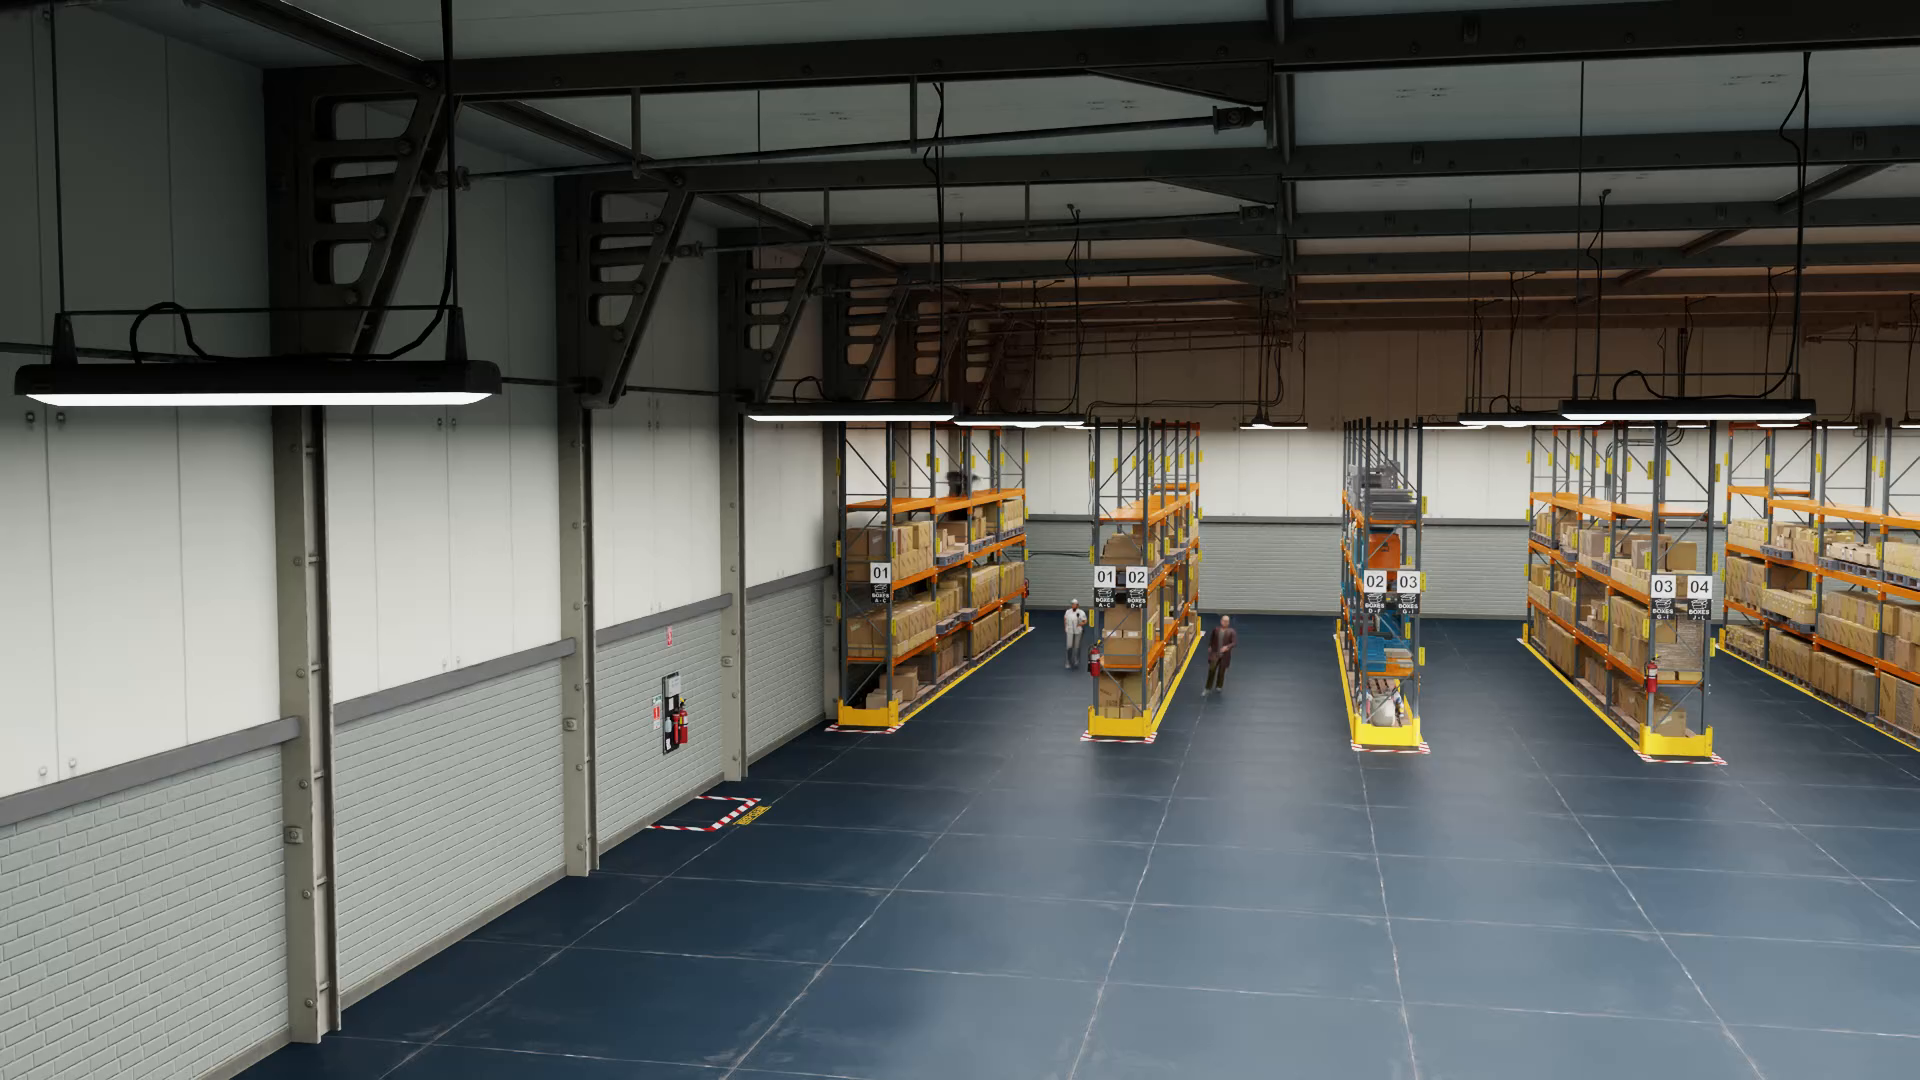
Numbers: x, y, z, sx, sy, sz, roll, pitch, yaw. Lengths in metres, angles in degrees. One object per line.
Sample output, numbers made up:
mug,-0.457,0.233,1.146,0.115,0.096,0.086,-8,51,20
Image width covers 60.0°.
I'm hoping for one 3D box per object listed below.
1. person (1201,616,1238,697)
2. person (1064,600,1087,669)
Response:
person,5.631,2.498,35.947,0.751,1.746,0.901,1,4,16
person,2.803,2.289,40.341,0.581,1.702,0.726,1,4,8
